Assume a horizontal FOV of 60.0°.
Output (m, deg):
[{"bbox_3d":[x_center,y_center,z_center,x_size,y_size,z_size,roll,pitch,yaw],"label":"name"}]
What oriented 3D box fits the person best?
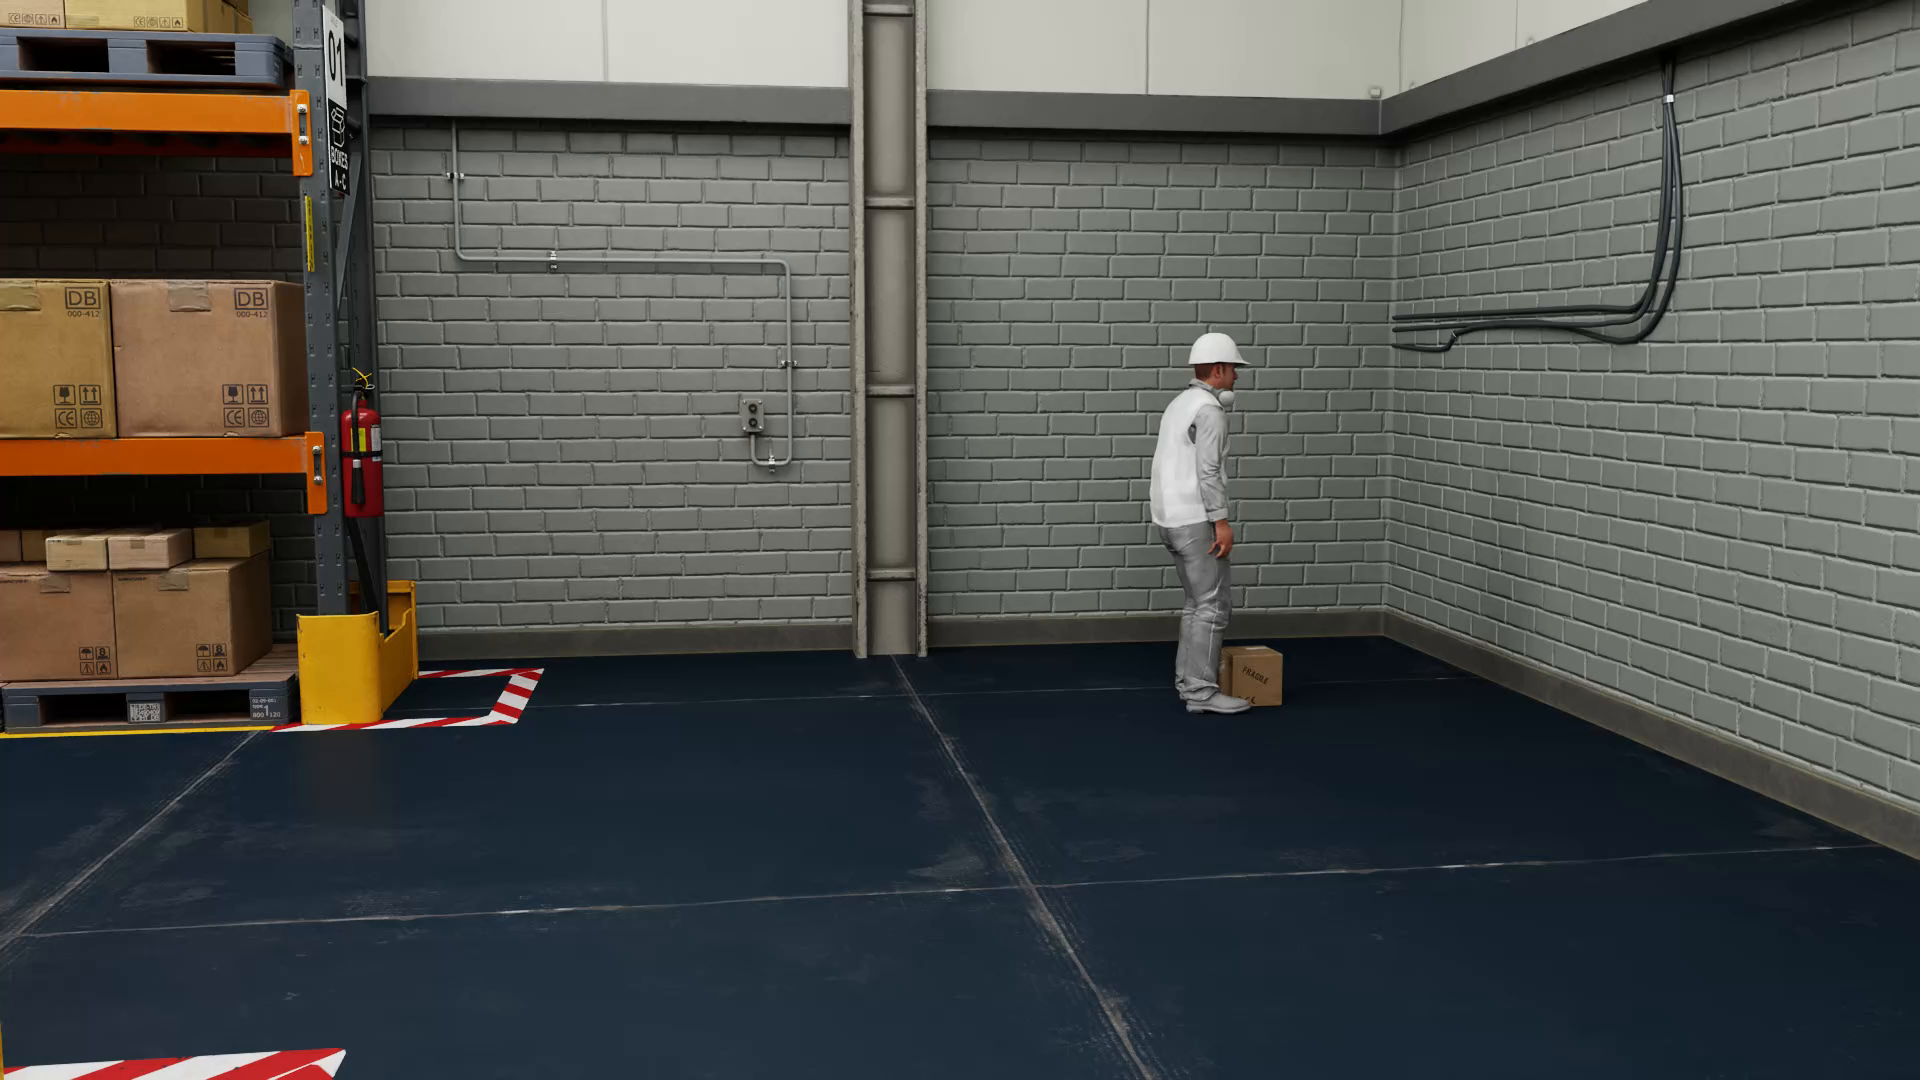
[{"bbox_3d":[1.147,-0.092,7.913,0.464,1.771,0.581,-1,7,-9],"label":"person"}]
